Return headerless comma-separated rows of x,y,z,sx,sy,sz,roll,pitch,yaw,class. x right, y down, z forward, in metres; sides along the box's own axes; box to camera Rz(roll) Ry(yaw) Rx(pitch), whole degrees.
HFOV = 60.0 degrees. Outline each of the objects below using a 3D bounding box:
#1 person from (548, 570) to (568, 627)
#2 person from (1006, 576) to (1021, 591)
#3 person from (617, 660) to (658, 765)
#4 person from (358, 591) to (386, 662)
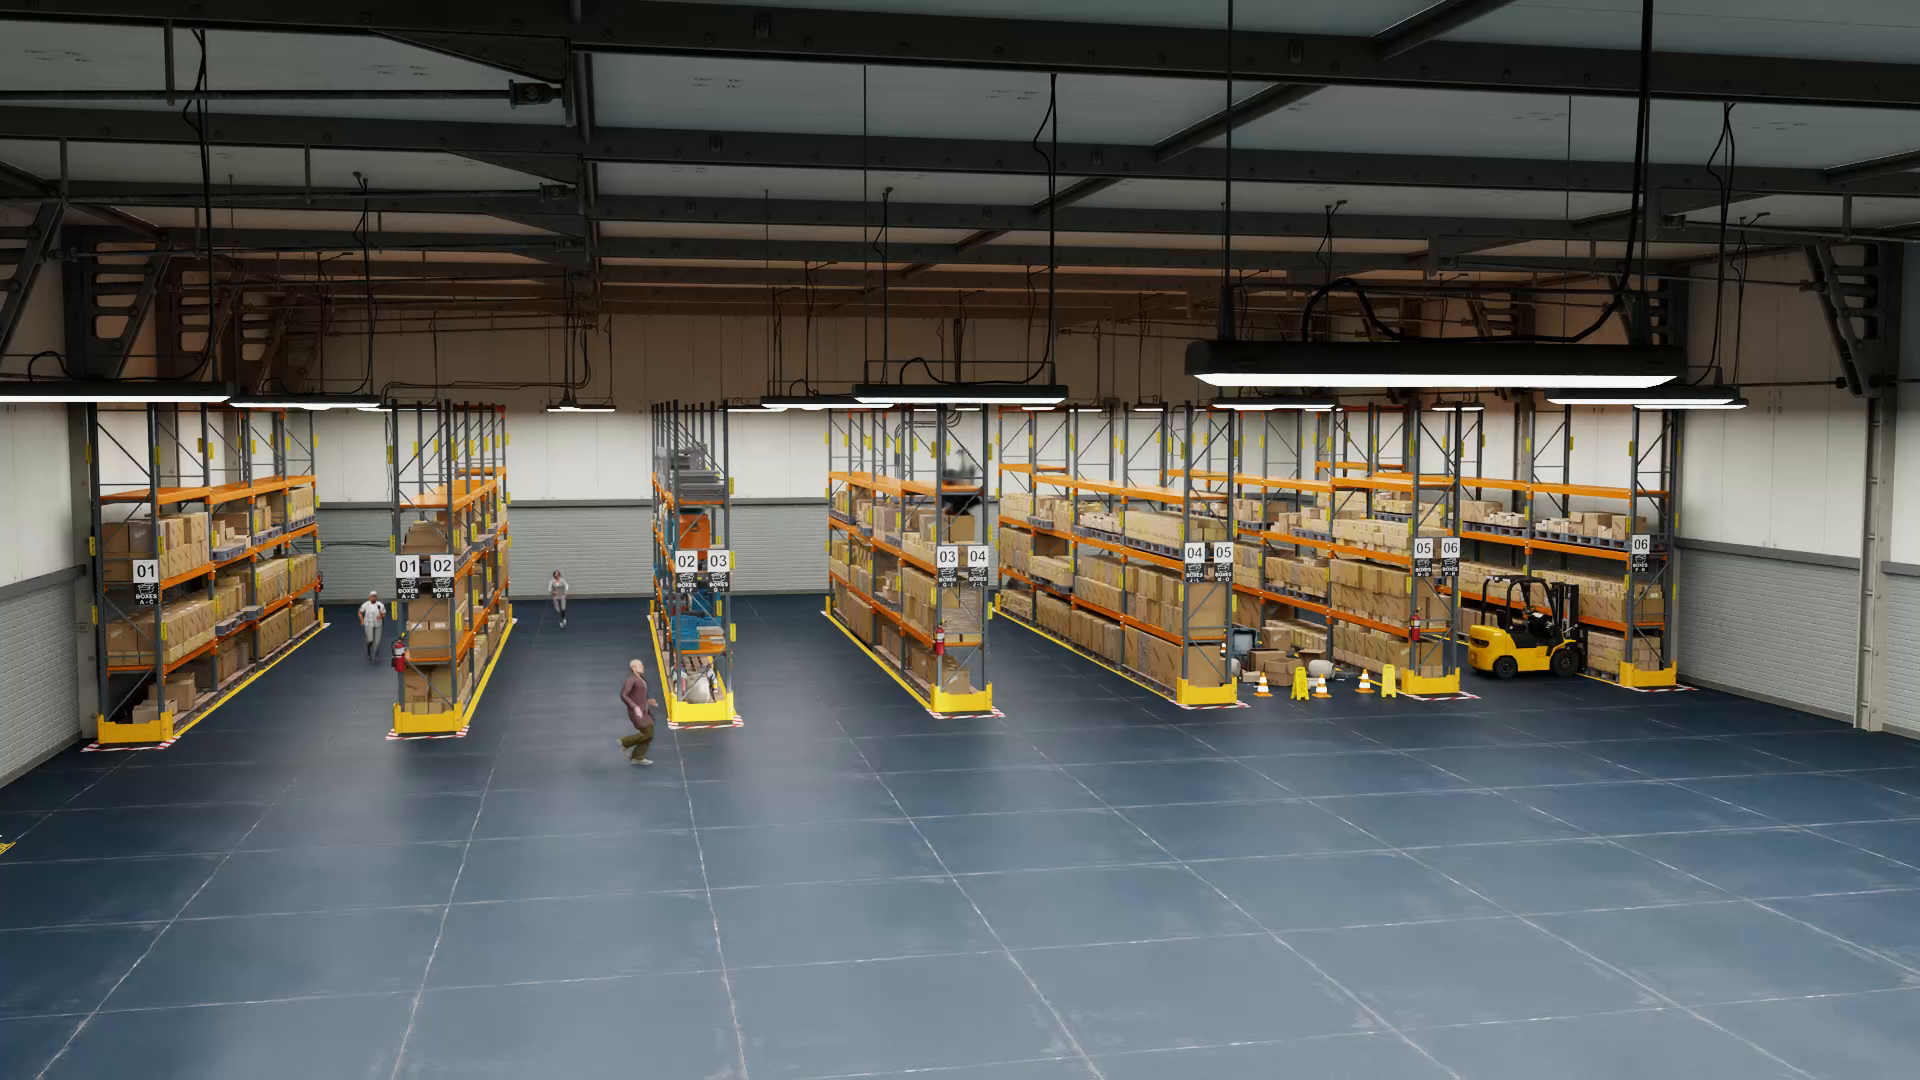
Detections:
-10.787,1.586,44.660,0.528,1.536,0.528,-1,4,-14,person
1.605,1.105,49.872,0.894,1.707,0.673,1,4,16,person
-5.271,2.816,27.167,0.637,1.732,0.710,0,4,6,person
-13.554,1.999,38.420,0.585,1.632,0.629,-2,5,-27,person
